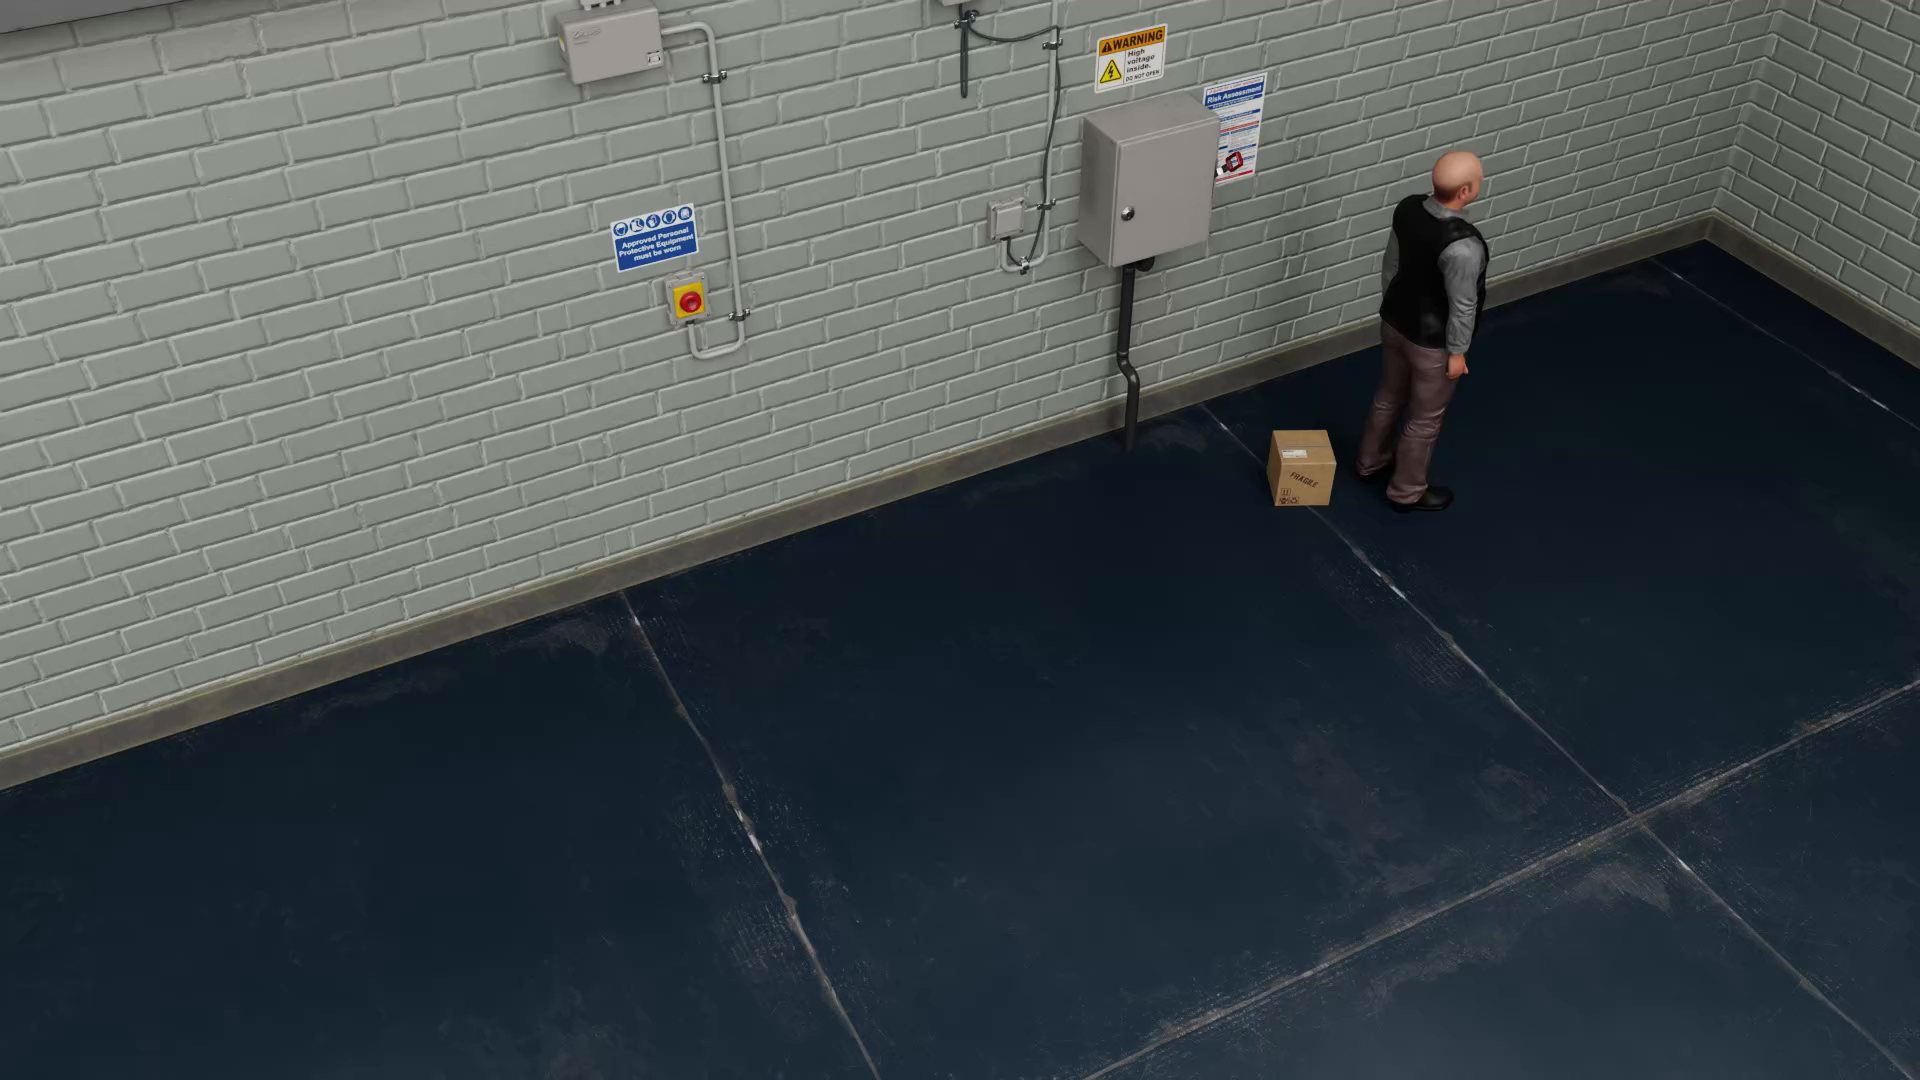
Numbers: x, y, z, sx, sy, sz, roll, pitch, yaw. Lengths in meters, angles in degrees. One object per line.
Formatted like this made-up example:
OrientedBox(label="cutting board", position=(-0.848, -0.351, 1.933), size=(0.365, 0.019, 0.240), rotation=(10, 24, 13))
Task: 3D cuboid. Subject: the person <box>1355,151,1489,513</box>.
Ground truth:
OrientedBox(label="person", position=(2.028, -0.903, 7.214), size=(0.358, 1.725, 0.530), rotation=(-17, 44, -19))
